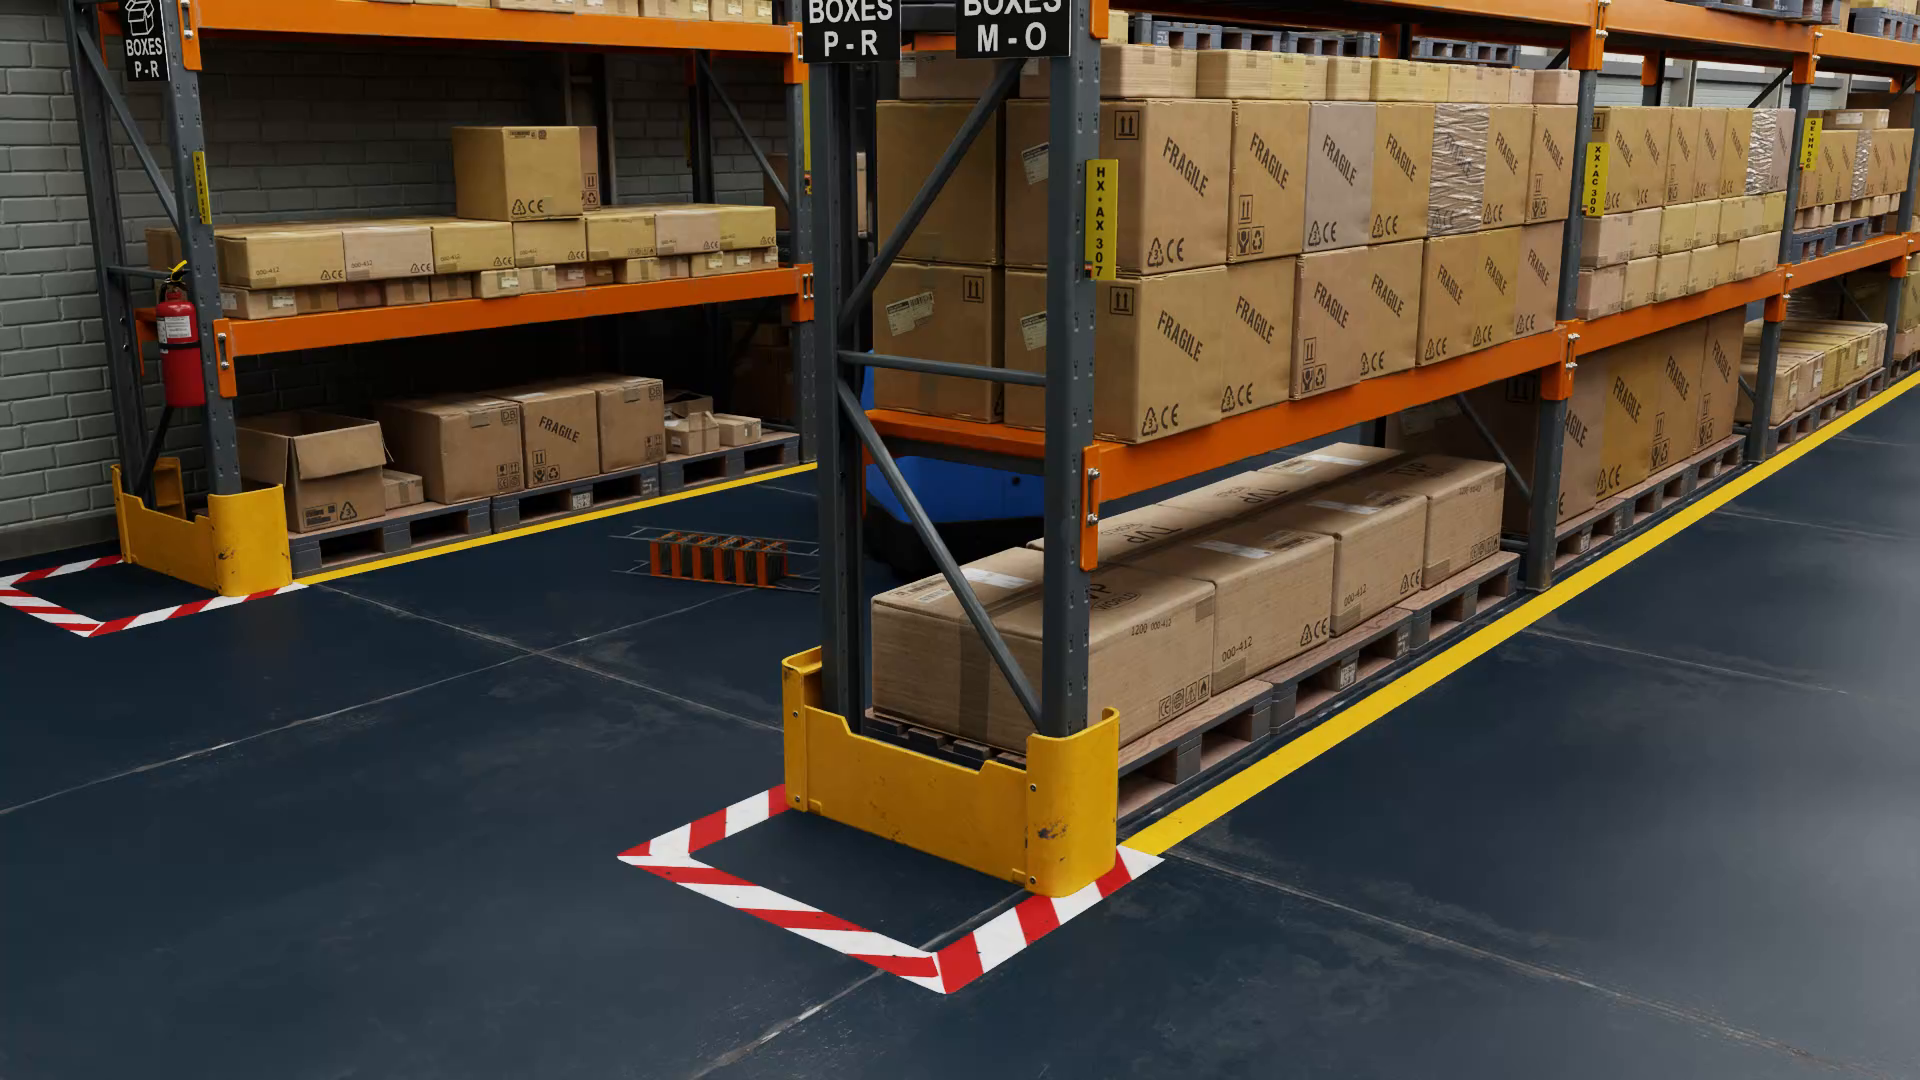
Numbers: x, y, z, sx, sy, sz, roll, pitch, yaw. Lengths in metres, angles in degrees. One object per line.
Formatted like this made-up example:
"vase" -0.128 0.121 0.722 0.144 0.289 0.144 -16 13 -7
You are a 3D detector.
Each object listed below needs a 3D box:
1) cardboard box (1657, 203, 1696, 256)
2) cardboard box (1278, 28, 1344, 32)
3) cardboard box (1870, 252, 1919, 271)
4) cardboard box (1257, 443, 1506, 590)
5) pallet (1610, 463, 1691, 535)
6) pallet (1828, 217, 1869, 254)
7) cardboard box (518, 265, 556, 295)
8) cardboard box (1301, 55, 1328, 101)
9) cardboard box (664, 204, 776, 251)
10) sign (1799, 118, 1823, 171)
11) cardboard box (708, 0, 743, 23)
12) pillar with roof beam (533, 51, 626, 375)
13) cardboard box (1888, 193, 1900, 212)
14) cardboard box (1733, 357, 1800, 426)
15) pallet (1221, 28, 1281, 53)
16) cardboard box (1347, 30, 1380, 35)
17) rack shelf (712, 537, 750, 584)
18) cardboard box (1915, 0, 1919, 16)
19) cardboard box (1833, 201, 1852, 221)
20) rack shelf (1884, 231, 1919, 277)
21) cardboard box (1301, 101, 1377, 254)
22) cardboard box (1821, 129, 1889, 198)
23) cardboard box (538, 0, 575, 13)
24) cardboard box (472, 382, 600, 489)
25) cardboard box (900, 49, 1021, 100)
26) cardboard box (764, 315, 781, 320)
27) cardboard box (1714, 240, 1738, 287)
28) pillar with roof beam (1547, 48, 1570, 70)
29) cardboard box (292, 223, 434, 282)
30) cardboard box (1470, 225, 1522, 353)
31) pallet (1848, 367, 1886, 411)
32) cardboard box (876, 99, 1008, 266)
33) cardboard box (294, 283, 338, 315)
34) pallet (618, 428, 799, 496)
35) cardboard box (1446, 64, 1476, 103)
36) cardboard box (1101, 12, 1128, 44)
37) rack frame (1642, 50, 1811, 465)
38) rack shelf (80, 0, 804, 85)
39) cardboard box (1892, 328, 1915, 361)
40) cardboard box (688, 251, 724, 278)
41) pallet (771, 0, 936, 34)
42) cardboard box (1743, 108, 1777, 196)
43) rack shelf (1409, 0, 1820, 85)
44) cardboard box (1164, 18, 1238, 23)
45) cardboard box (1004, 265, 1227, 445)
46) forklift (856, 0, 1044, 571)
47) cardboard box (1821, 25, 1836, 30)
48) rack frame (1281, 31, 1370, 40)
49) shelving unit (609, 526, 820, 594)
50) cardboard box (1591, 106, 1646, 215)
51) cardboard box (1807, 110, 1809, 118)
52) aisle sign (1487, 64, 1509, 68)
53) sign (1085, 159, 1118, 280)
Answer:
"cardboard box" 3.615 -1.685 8.953 0.500 0.250 0.500 12 18 38
"cardboard box" 3.375 -5.064 15.997 0.500 0.311 0.500 11 18 36
"cardboard box" 8.209 -2.445 14.545 0.380 0.149 0.250 12 18 38
"cardboard box" 1.997 -0.136 7.917 0.875 0.438 0.875 11 18 37
"pallet" 3.668 -0.321 9.956 1.003 0.211 1.213 11 18 38
"pallet" 6.202 -2.336 12.618 1.003 0.211 1.213 11 18 38
"cardboard box" -2.484 -1.471 9.330 0.380 0.149 0.250 12 18 39
"cardboard box" 1.037 -1.589 5.736 0.380 0.149 0.250 11 18 38
"cardboard box" -1.518 -1.982 10.532 0.500 0.250 0.500 12 18 39
"sign" 5.423 -2.520 10.599 0.100 0.325 0.005 11 18 38
"cardboard box" -1.540 -3.216 10.110 0.380 0.149 0.250 11 18 37
"pillar with roof beam" 0.822 -4.293 7.745 9.100 9.000 0.400 11 18 38
"cardboard box" 7.395 -2.751 13.515 0.380 0.149 0.250 12 18 38
"cardboard box" 5.352 -1.081 11.768 0.950 0.372 0.625 10 17 34
"pallet" 2.184 -4.532 15.162 1.003 0.211 1.213 12 19 40
"cardboard box" 4.159 -5.200 16.864 0.380 0.149 0.250 12 18 39
"rack shelf" -1.136 0.098 8.339 0.103 0.180 0.258 5 15 20
"cardboard box" 7.993 -4.377 13.870 0.500 0.250 0.500 11 18 36
"cardboard box" 6.392 -2.461 12.377 0.380 0.149 0.250 12 19 39
"rack shelf" 8.760 -2.844 15.689 1.077 0.370 4.000 11 18 38
"cardboard box" 1.121 -1.293 5.885 0.500 0.500 0.500 11 18 37
"cardboard box" 6.752 -2.889 12.744 0.500 0.500 0.500 12 19 39
"cardboard box" -2.329 -2.963 9.114 0.380 0.149 0.250 12 18 39
"cardboard box" -2.466 -0.617 9.685 0.500 0.500 0.500 12 18 39
"cardboard box" 0.031 -1.459 5.223 0.380 0.149 0.250 12 18 38
"cardboard box" -1.219 -1.518 11.913 0.380 0.149 0.250 11 18 38
"cardboard box" 4.236 -1.640 9.791 0.500 0.250 0.500 11 18 37
"pillar with roof beam" 12.135 -7.740 21.315 9.100 9.000 0.400 11 18 38
"cardboard box" -3.090 -1.493 8.607 0.500 0.250 0.500 12 18 38
"cardboard box" 2.064 -1.099 7.152 0.500 0.500 0.500 11 18 36
"pallet" 7.015 -1.309 13.848 1.003 0.211 1.213 11 18 38
"cardboard box" 0.079 -1.174 5.419 0.500 0.500 0.500 12 19 39
"cardboard box" -3.358 -1.234 8.398 0.380 0.149 0.250 12 18 39
"pallet" -1.820 -0.562 10.908 1.003 0.211 1.213 11 18 38
"cardboard box" 1.840 -1.832 6.693 0.380 0.149 0.250 11 18 37
"cardboard box" 0.992 -4.057 13.212 0.500 0.250 0.500 11 18 36
"rack frame" 4.989 -2.044 11.077 1.000 3.000 0.127 11 18 38
"rack shelf" -2.645 -2.768 9.294 1.077 0.370 4.000 11 18 38
"cardboard box" 8.084 -1.752 14.659 0.500 0.250 0.500 10 17 35
"cardboard box" -1.683 -1.717 10.299 0.380 0.149 0.250 12 18 39
"pallet" -0.923 -3.522 11.185 1.213 0.211 1.003 11 18 38
"cardboard box" 4.552 -2.338 10.000 0.500 0.500 0.500 12 18 39
"rack shelf" 3.732 -2.766 9.288 1.077 0.370 4.000 11 18 38
"cardboard box" 2.010 -4.779 14.491 0.700 0.500 0.500 11 18 36
"cardboard box" 0.486 -0.608 5.221 0.500 0.500 0.500 11 18 37
"forklift" -0.198 -1.583 9.403 1.130 2.935 3.031 -4 15 -16
"cardboard box" 5.593 -3.726 11.404 0.700 0.500 0.500 11 18 38
"rack frame" 3.640 -6.485 16.374 1.000 3.000 0.127 11 18 38
"shelving unit" -1.178 0.094 8.354 1.200 0.189 0.258 5 15 20
"cardboard box" 2.975 -1.851 8.083 0.500 0.500 0.500 12 18 38
"cardboard box" 6.330 -3.261 12.891 0.380 0.149 0.250 13 19 41
"aisle sign" 6.424 -5.571 19.679 0.394 0.787 0.004 11 18 38
"sign" 0.389 -0.883 4.587 0.100 0.325 0.005 11 18 38
